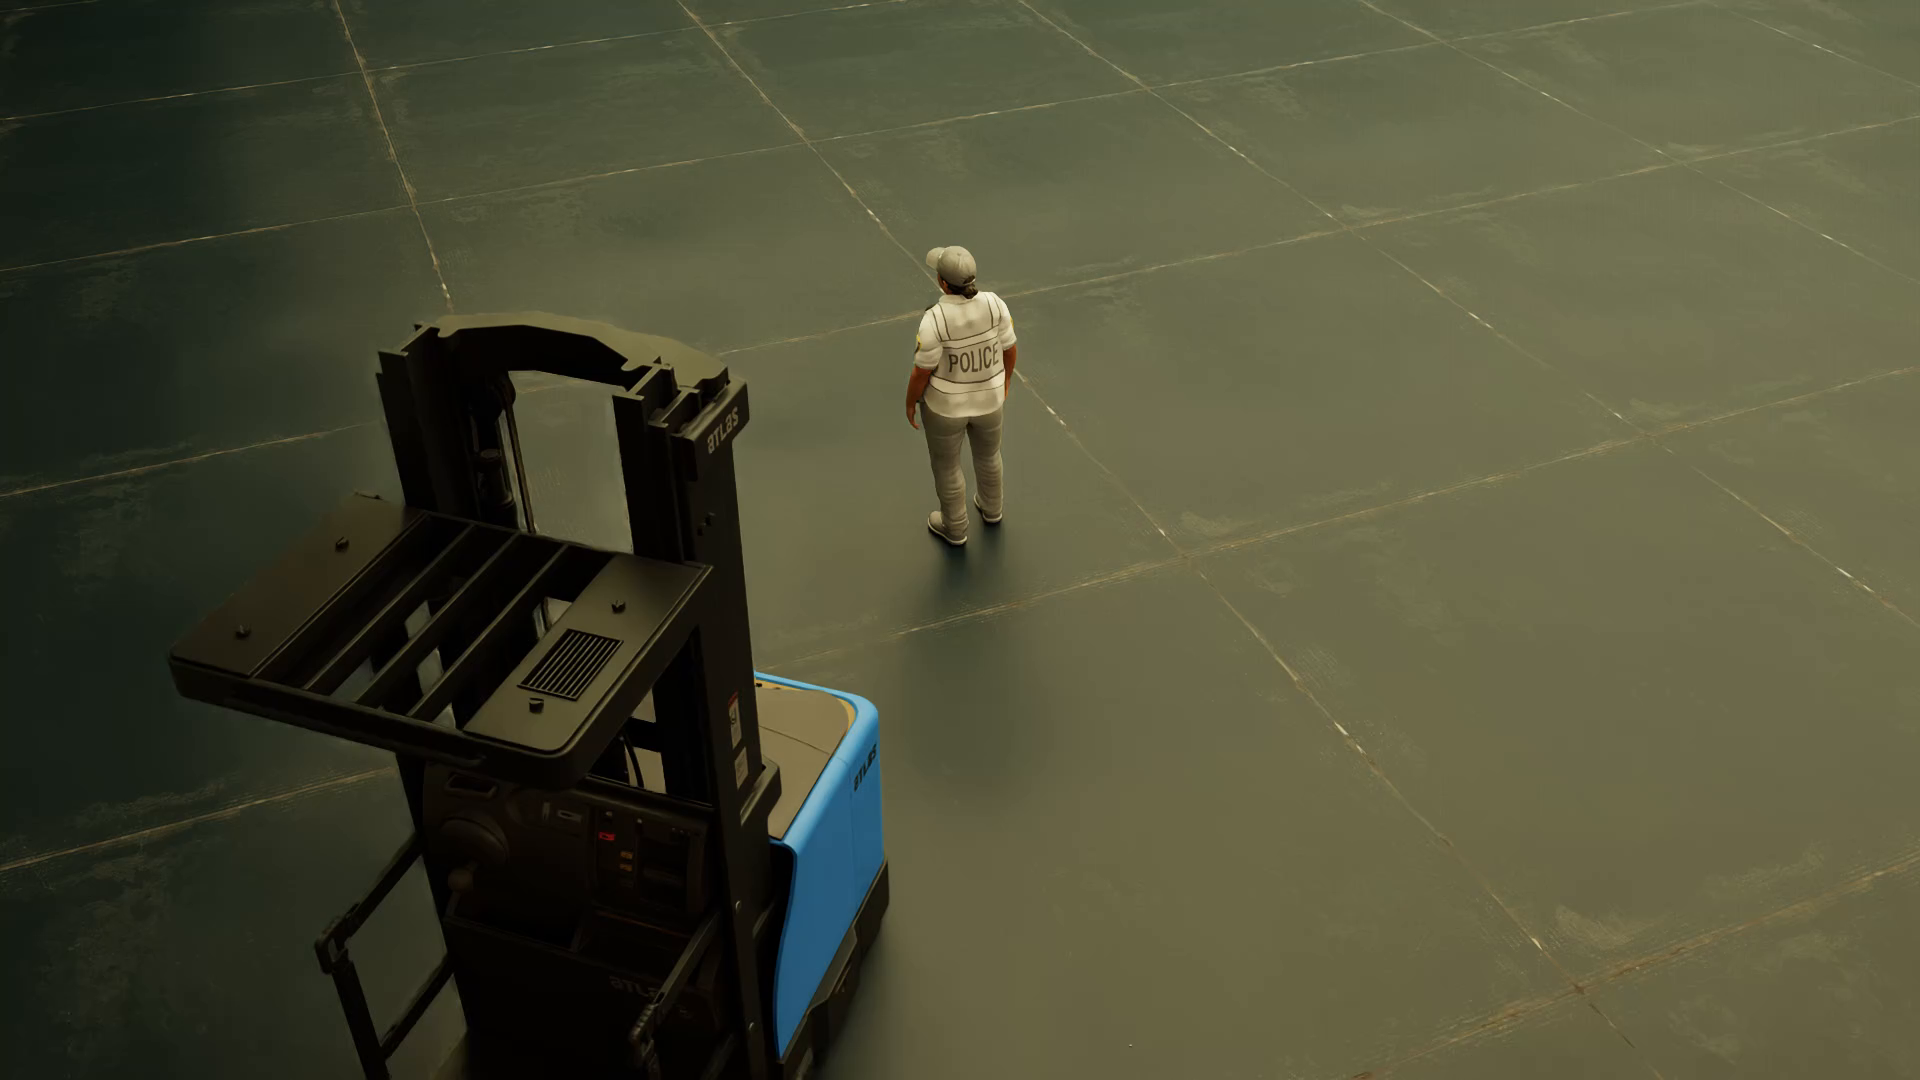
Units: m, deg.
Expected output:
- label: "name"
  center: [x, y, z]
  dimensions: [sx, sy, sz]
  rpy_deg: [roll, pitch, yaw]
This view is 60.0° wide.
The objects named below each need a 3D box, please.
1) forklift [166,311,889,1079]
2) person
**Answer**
- label: "forklift"
  center: [-1.239, 0.967, 4.739]
  dimensions: [1.130, 2.935, 3.031]
  rpy_deg: [11, 37, 15]
- label: "person"
  center: [-0.009, -0.731, 8.206]
  dimensions: [0.598, 1.670, 0.529]
  rpy_deg: [-14, 38, -19]
